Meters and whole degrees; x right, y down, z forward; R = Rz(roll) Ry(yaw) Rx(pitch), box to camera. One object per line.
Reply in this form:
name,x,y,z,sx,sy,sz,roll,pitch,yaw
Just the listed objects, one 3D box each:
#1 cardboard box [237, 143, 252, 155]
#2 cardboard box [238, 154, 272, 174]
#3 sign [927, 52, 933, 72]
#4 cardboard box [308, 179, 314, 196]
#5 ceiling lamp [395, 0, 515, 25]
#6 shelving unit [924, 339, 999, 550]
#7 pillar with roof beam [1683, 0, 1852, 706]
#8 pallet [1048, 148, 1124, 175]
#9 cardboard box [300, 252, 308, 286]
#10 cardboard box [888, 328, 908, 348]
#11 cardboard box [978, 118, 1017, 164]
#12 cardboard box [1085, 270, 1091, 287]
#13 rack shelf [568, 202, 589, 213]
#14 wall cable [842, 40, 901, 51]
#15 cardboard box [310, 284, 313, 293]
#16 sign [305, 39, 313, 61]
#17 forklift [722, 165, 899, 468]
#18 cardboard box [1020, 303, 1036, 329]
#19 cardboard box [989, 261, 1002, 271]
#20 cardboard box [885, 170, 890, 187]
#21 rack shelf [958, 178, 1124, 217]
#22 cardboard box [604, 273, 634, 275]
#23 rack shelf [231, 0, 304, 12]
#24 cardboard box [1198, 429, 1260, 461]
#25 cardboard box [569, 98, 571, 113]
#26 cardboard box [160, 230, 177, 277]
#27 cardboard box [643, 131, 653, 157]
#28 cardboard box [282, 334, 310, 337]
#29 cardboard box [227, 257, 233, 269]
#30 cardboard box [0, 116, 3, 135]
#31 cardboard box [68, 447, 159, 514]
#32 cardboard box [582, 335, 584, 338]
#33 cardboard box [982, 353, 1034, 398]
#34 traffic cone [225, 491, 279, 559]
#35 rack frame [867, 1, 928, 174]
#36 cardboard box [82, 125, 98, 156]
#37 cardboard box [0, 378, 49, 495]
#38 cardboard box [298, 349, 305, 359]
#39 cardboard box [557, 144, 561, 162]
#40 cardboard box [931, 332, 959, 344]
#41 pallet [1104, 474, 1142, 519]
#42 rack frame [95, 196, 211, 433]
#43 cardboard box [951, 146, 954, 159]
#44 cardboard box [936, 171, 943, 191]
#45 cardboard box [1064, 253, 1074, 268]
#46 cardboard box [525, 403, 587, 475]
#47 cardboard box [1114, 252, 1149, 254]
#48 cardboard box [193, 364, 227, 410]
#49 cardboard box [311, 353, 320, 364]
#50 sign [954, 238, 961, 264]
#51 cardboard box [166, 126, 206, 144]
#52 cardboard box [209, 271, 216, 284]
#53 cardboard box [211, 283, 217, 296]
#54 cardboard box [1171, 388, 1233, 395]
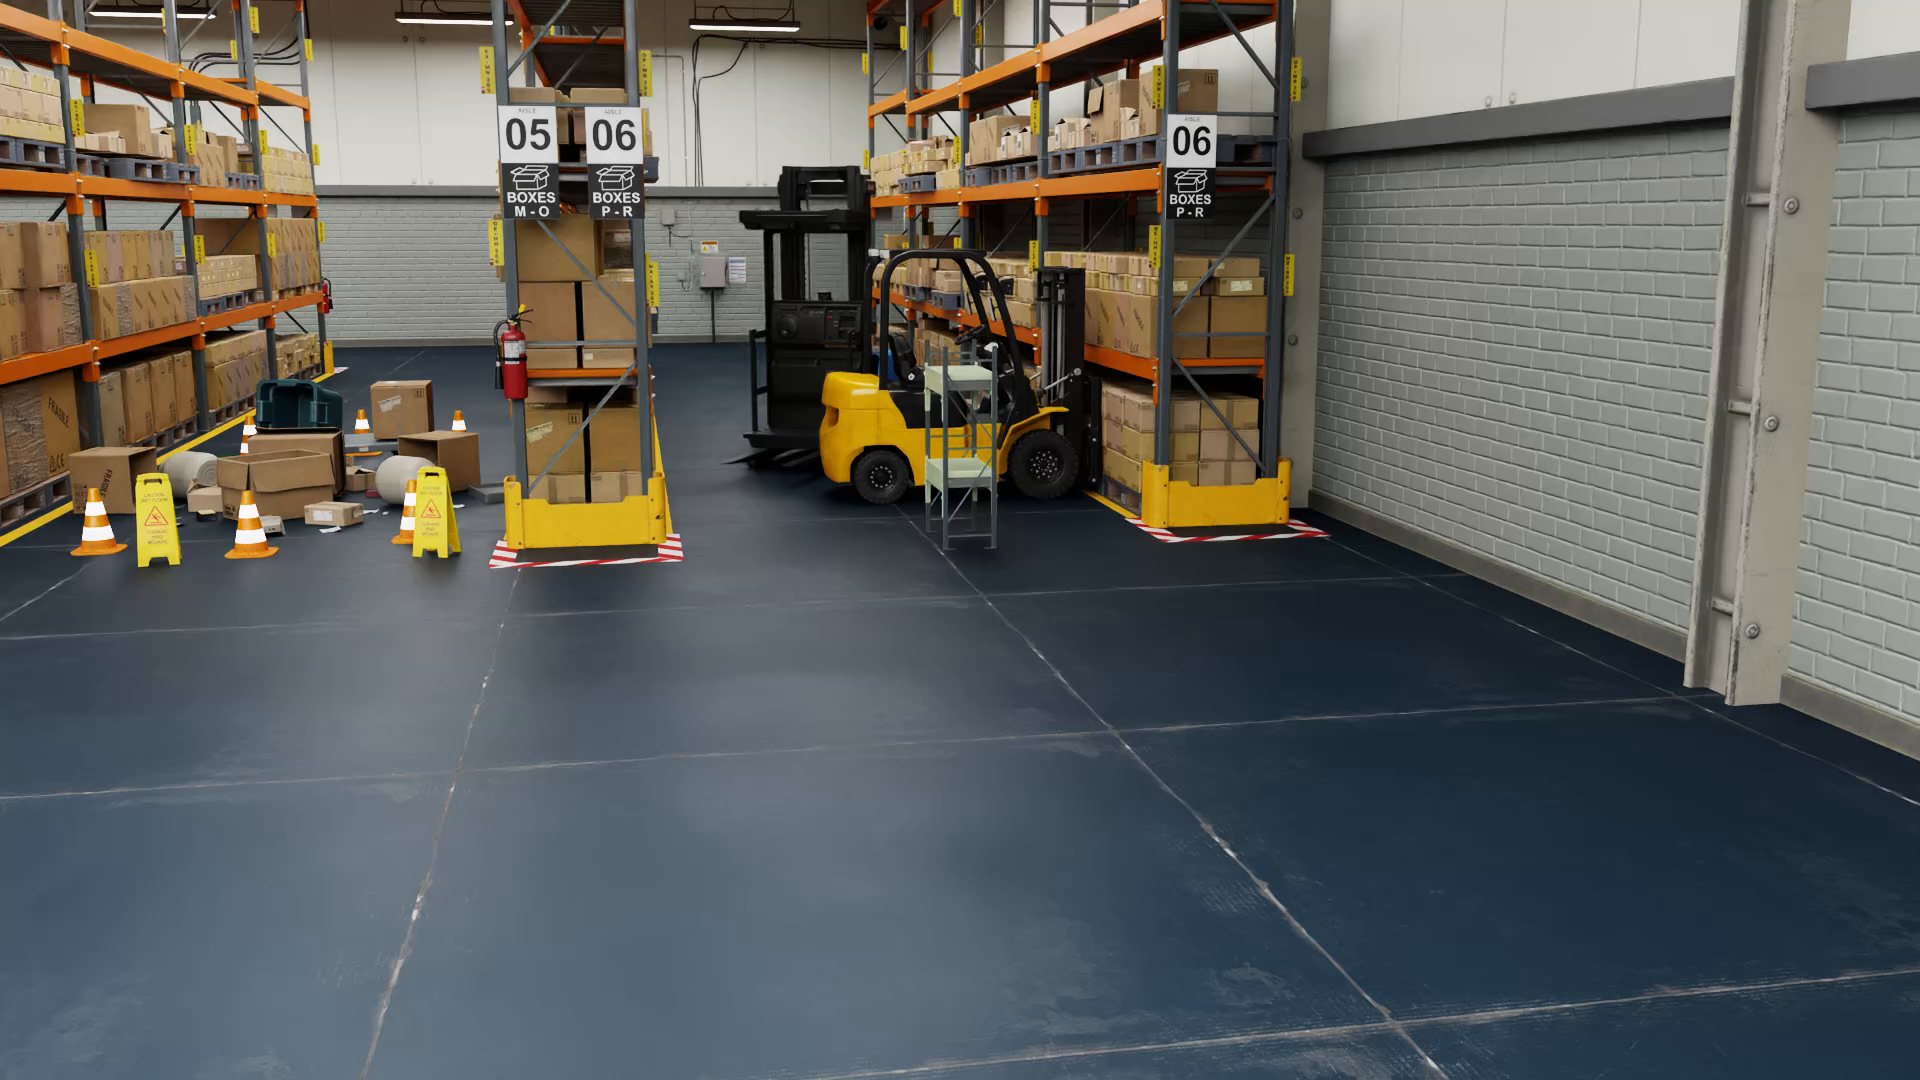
cardboard box,-9.796,-5.349,22.754,0.380,0.149,0.250,-2,11,-12
cardboard box,-9.835,-5.188,22.974,0.500,0.250,0.500,-2,11,-9
sign,-0.503,-8.059,28.051,0.100,0.325,0.005,-2,11,-11
cardboard box,-10.407,-5.505,25.978,0.500,0.250,0.500,-2,11,-12
ceiling lamp,-8.820,-10.597,28.692,2.000,3.185,0.800,-2,11,-11
shelving unit,0.001,-0.736,12.550,0.431,1.500,0.755,-2,11,-11
pillar with roof beam,-0.246,-3.475,6.888,9.100,9.000,0.400,-2,11,-11
pallet,1.474,-3.633,15.975,1.003,0.211,1.213,-2,11,-11
cardboard box,-10.212,-4.114,25.227,0.500,0.500,0.500,-2,11,-11
cardboard box,-0.892,-3.163,26.855,0.500,0.500,0.500,-2,11,-10
cardboard box,0.603,-4.639,19.368,0.700,0.500,0.500,-2,11,-12
cardboard box,1.308,-2.422,15.398,0.380,0.149,0.250,-2,11,-13
rack shelf,-5.530,-5.131,25.535,1.077,0.370,4.000,-2,11,-11
wall cable,-0.893,-11.320,33.230,2.988,3.039,0.133,-2,11,-11
cardboard box,-10.403,-3.959,26.149,0.380,0.149,0.250,-2,11,-11
sign,-10.207,-7.680,26.056,0.100,0.325,0.005,-2,11,-11
forklift,-1.474,-2.178,16.301,1.130,2.935,3.031,3,11,14
cardboard box,0.928,-2.367,17.514,0.500,0.250,0.500,-2,11,-10
cardboard box,0.539,-3.154,19.243,0.380,0.149,0.250,-2,11,-10
cardboard box,-0.903,-5.733,26.378,0.500,0.250,0.500,-2,11,-12
rack shelf,0.894,-3.845,18.778,1.077,0.370,4.000,-2,11,-11
cardboard box,-2.939,-2.017,14.208,0.500,0.500,0.500,-2,11,-12
rack shelf,-10.366,-8.039,23.901,1.077,0.370,4.000,-2,11,-11
cardboard box,2.173,-0.820,13.874,0.500,0.250,0.500,-2,11,-10
cardboard box,-3.282,-3.425,13.185,0.380,0.149,0.250,-2,11,-11
cardboard box,-9.122,-3.170,18.386,0.700,0.500,0.500,-2,11,-11
cardboard box,-3.306,-3.905,16.446,0.500,0.250,0.500,-2,11,-13
cardboard box,-10.411,-3.141,26.089,0.380,0.149,0.250,-2,11,-10
cardboard box,-9.455,-3.515,21.101,0.380,0.149,0.250,-3,11,-14
cardboard box,-7.739,-3.249,13.003,0.380,0.149,0.250,-2,11,-11
cardboard box,-7.113,-0.504,14.003,0.500,0.500,0.500,0,11,-1
cardboard box,-3.368,-1.662,14.077,0.380,0.149,0.250,-2,11,-11
cardboard box,0.748,-1.897,19.870,0.875,0.625,0.625,-2,11,-9
traffic cone,-5.179,-0.126,12.123,0.336,0.463,0.334,-2,11,-11
rack frame,-1.051,-7.506,28.066,1.000,3.000,0.127,-2,11,-11
cardboard box,-9.077,-4.070,16.886,0.500,0.311,0.500,-2,11,-12
cardboard box,-8.188,-0.858,13.741,0.875,0.875,0.875,-2,11,-11
cardboard box,-10.125,-2.807,25.130,0.380,0.149,0.250,-2,11,-8
cardboard box,-3.151,-2.849,12.291,0.380,0.149,0.250,-2,11,-11
cardboard box,-0.195,-2.855,23.504,0.380,0.149,0.250,-2,11,-11
pallet,1.871,-0.394,14.199,1.003,0.211,1.213,-2,11,-11
rack frame,-9.199,-2.712,18.923,1.000,3.000,0.127,-2,11,-11
cardboard box,0.099,-4.985,21.382,0.380,0.149,0.250,-2,11,-13
cardboard box,-0.029,-4.761,22.067,0.500,0.250,0.500,-2,11,-11
cardboard box,1.201,-2.661,15.856,0.380,0.149,0.250,-2,11,-10
cardboard box,-3.219,-0.805,13.128,0.500,0.500,0.500,-2,11,-11
cardboard box,1.714,-2.729,16.214,0.380,0.149,0.250,-2,11,-12
cardboard box,-9.087,-1.829,19.848,0.500,0.500,0.500,-3,11,-13
cardboard box,-10.299,-2.853,26.164,0.380,0.149,0.250,-2,11,-9
sign,-0.026,-3.600,20.705,0.100,0.325,0.005,-2,11,-11
cardboard box,-9.196,-4.835,19.740,0.396,0.266,0.258,-2,11,-11
cardboard box,-9.256,-3.182,20.145,0.380,0.149,0.250,-2,11,-11
cardboard box,-9.247,-3.033,20.156,0.380,0.149,0.250,-2,11,-8
cardboard box,2.052,-1.158,14.314,0.500,0.250,0.500,-2,11,-11
